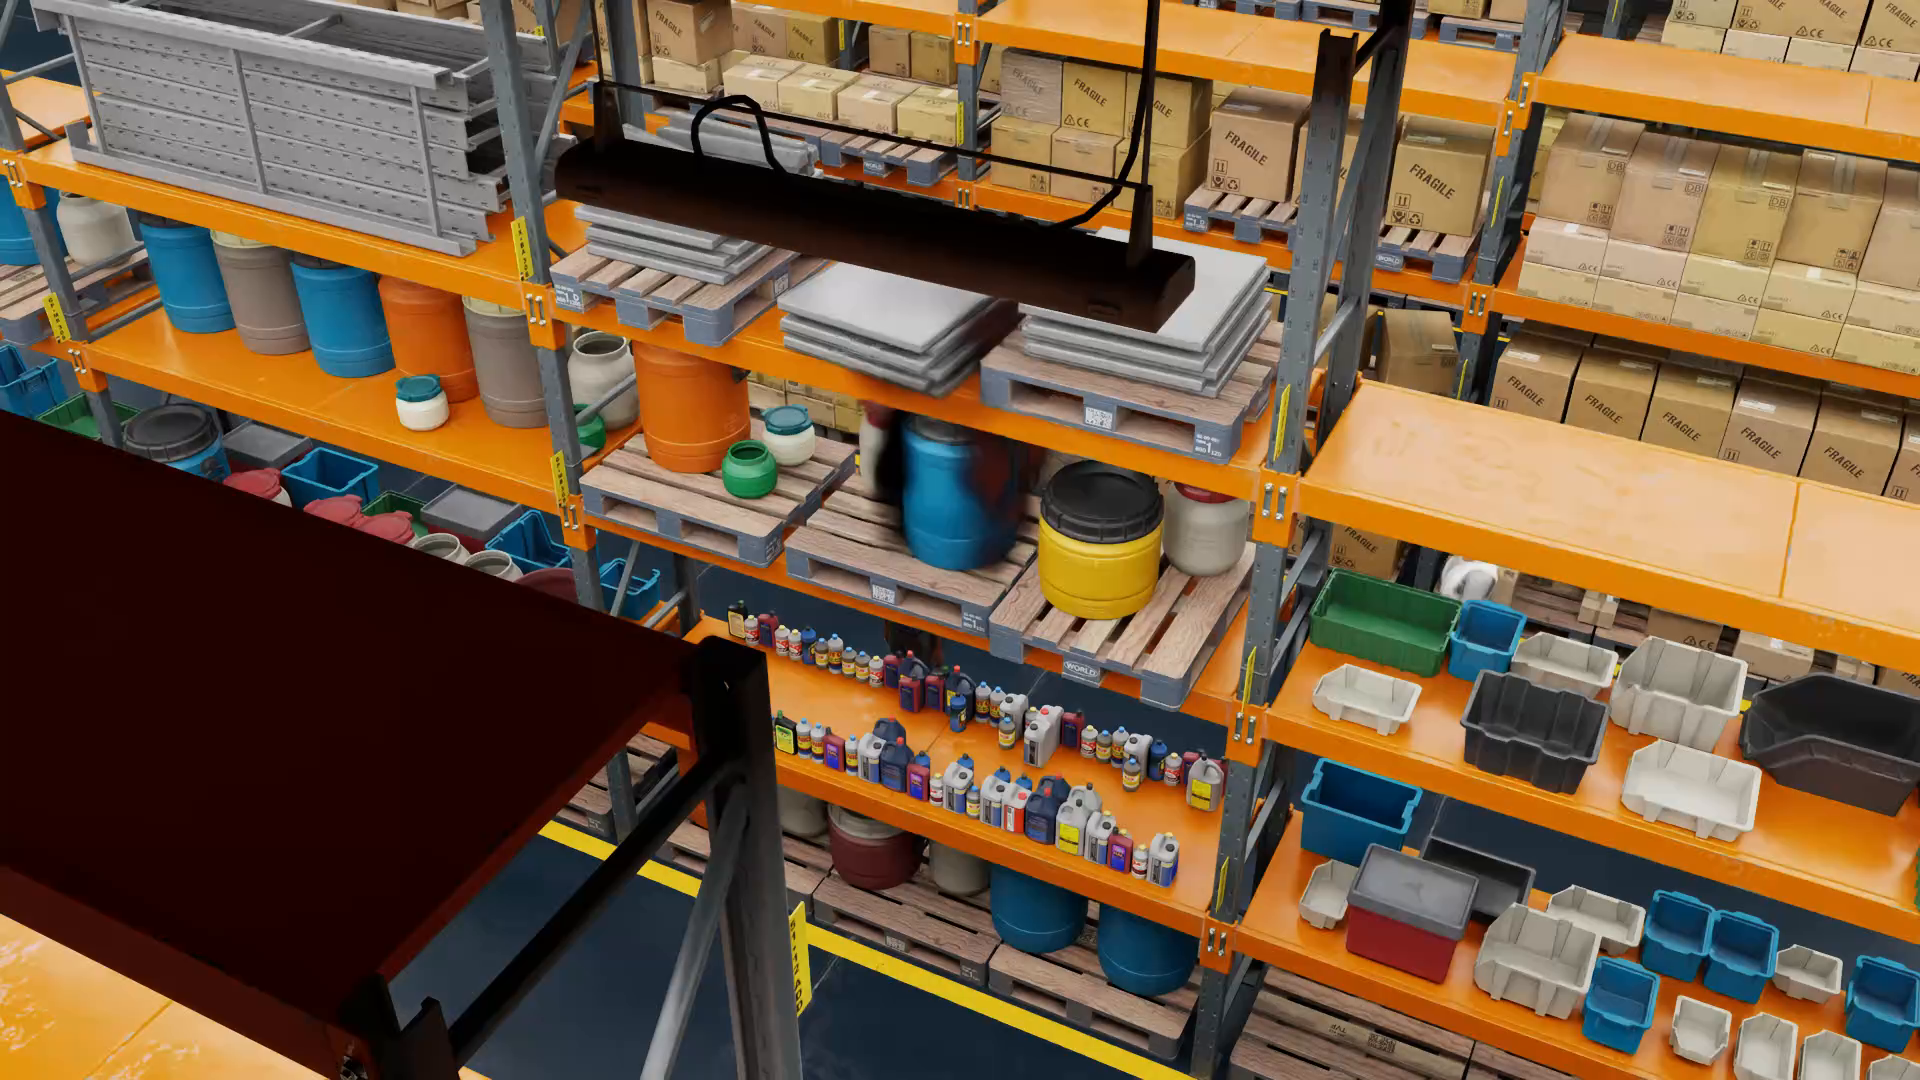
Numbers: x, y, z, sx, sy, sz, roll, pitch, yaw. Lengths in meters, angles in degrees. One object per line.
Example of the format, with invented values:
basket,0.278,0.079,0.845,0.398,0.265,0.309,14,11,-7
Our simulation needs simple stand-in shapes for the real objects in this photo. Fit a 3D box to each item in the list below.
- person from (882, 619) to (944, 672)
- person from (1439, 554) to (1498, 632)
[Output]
person,-0.335,0.672,11.452,0.557,1.665,0.320,29,44,35
person,3.415,0.552,11.557,1.091,1.731,0.735,13,37,18
